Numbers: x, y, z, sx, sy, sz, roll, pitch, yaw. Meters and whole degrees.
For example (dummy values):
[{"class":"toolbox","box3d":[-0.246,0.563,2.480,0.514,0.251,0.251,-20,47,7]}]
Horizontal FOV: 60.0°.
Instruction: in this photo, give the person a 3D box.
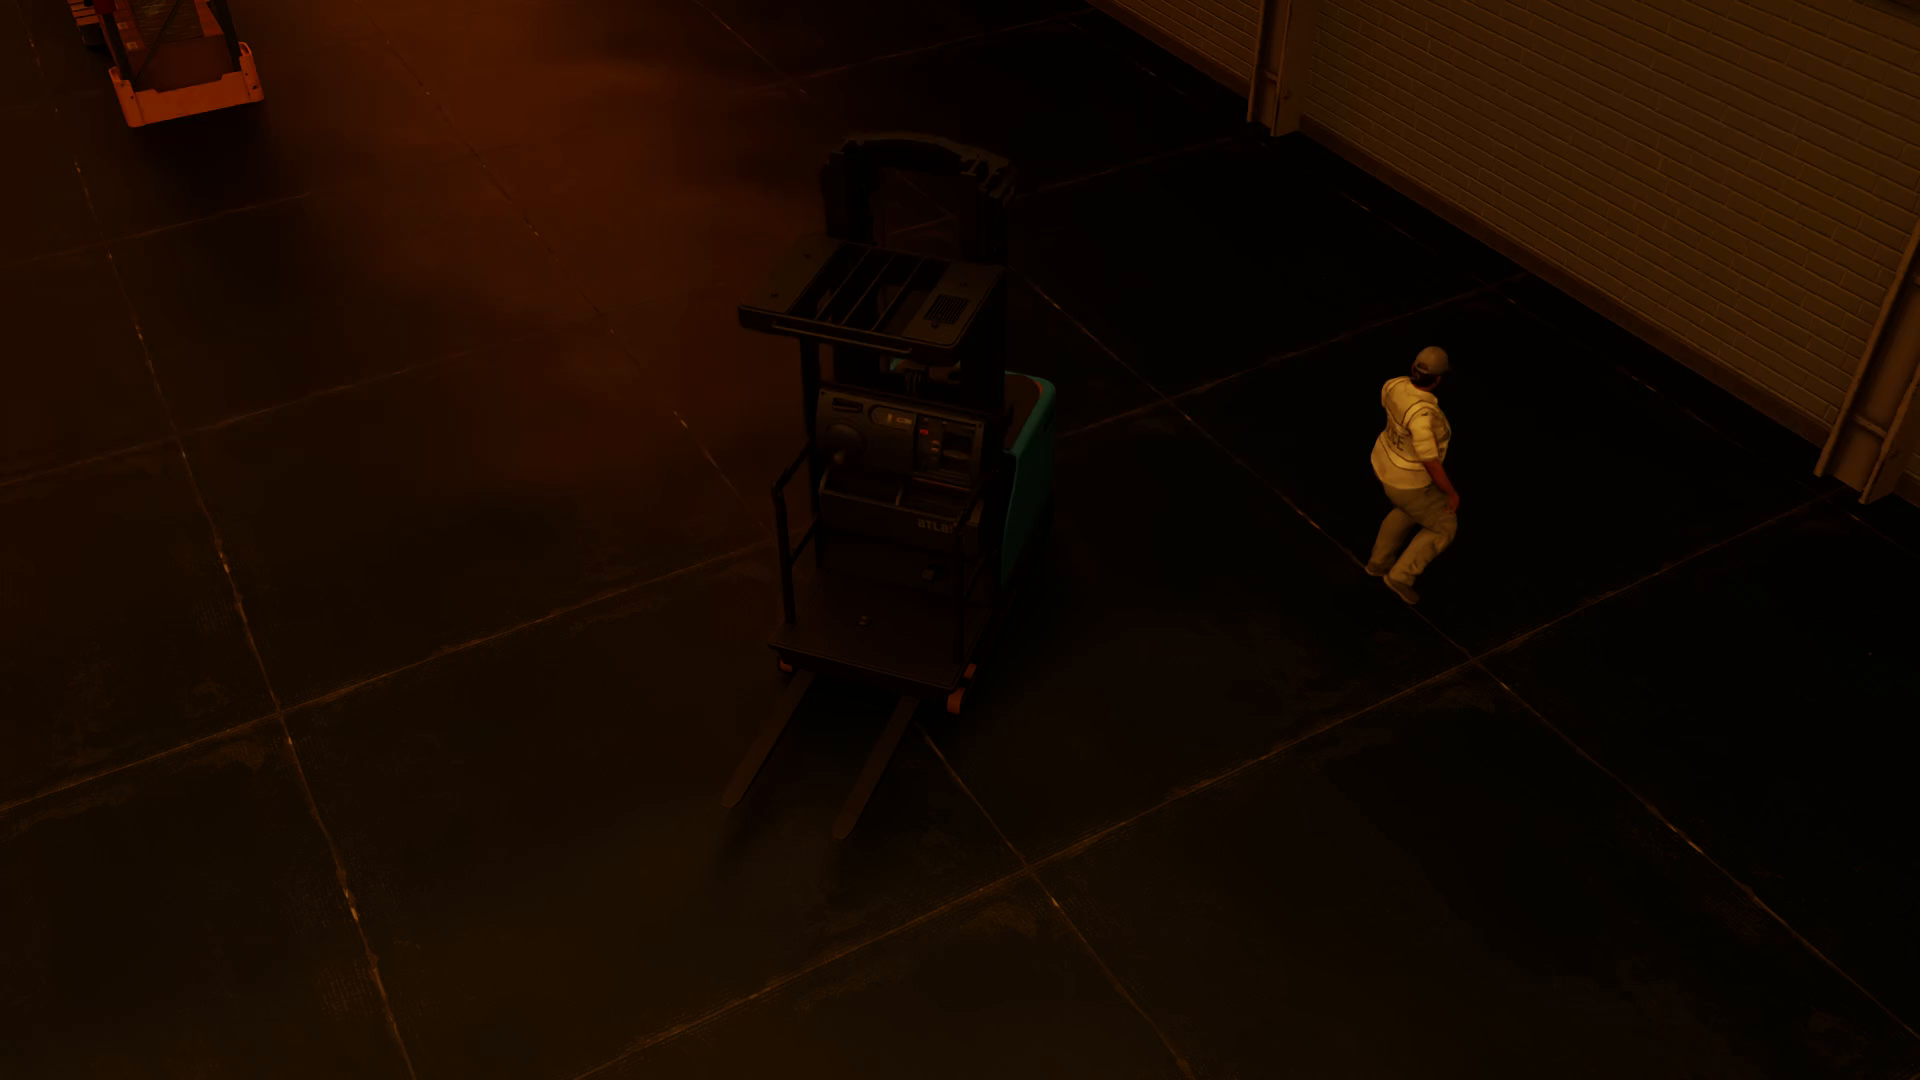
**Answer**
[{"class":"person","box3d":[2.604,-0.405,9.565,0.487,1.660,0.752,-3,40,-4]}]

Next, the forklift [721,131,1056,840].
[{"class":"forklift","box3d":[-0.387,-0.459,8.590,1.130,2.935,3.031,13,41,15]}]
